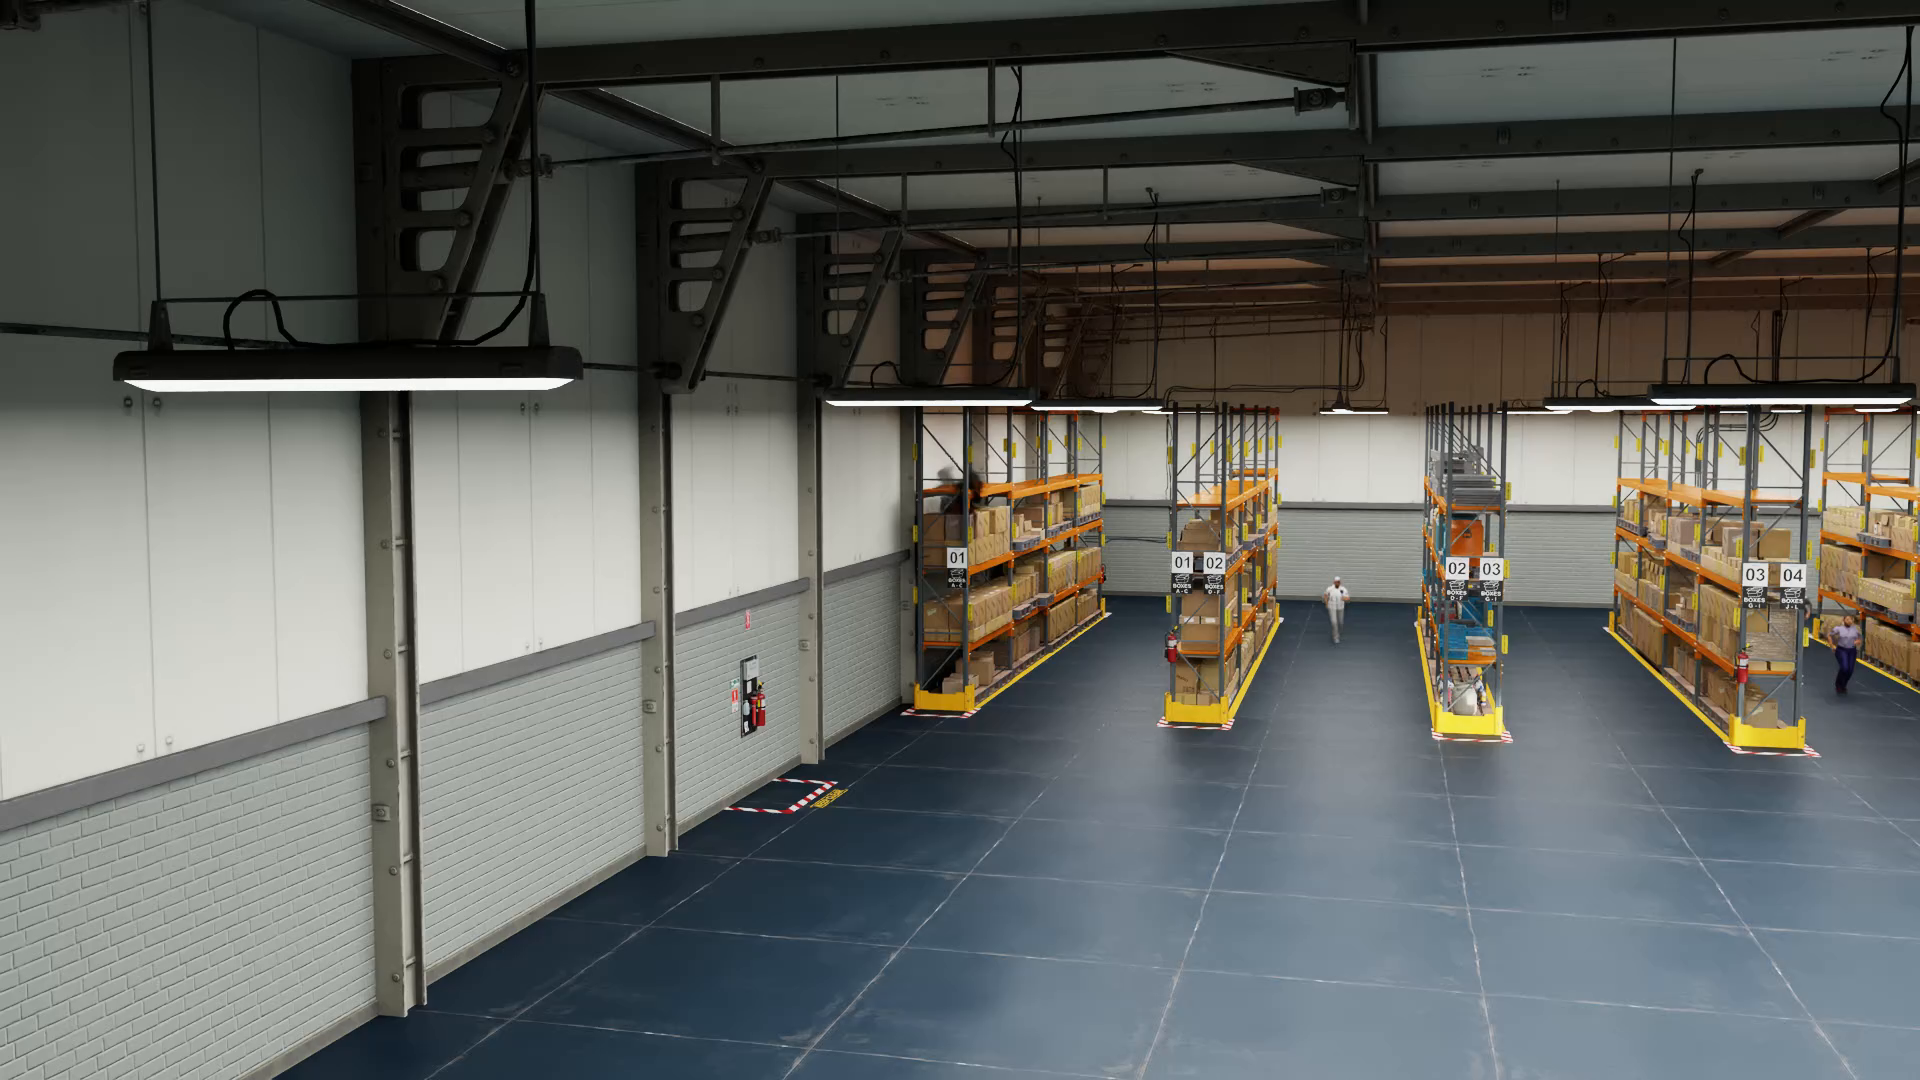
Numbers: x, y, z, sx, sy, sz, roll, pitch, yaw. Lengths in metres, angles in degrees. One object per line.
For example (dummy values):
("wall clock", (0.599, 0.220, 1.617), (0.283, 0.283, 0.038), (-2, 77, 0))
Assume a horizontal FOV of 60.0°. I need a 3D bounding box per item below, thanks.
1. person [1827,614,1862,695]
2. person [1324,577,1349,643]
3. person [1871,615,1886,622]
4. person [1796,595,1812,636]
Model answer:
("person", (18.330, 2.369, 34.399), (0.577, 1.660, 0.682), (0, 4, 3))
("person", (9.583, 1.756, 42.296), (0.607, 1.649, 0.906), (0, 4, 5))
("person", (23.970, 1.641, 43.467), (0.703, 1.772, 0.812), (-1, 4, -16))
("person", (20.248, 1.912, 40.234), (0.672, 1.680, 0.542), (2, 4, 20))
